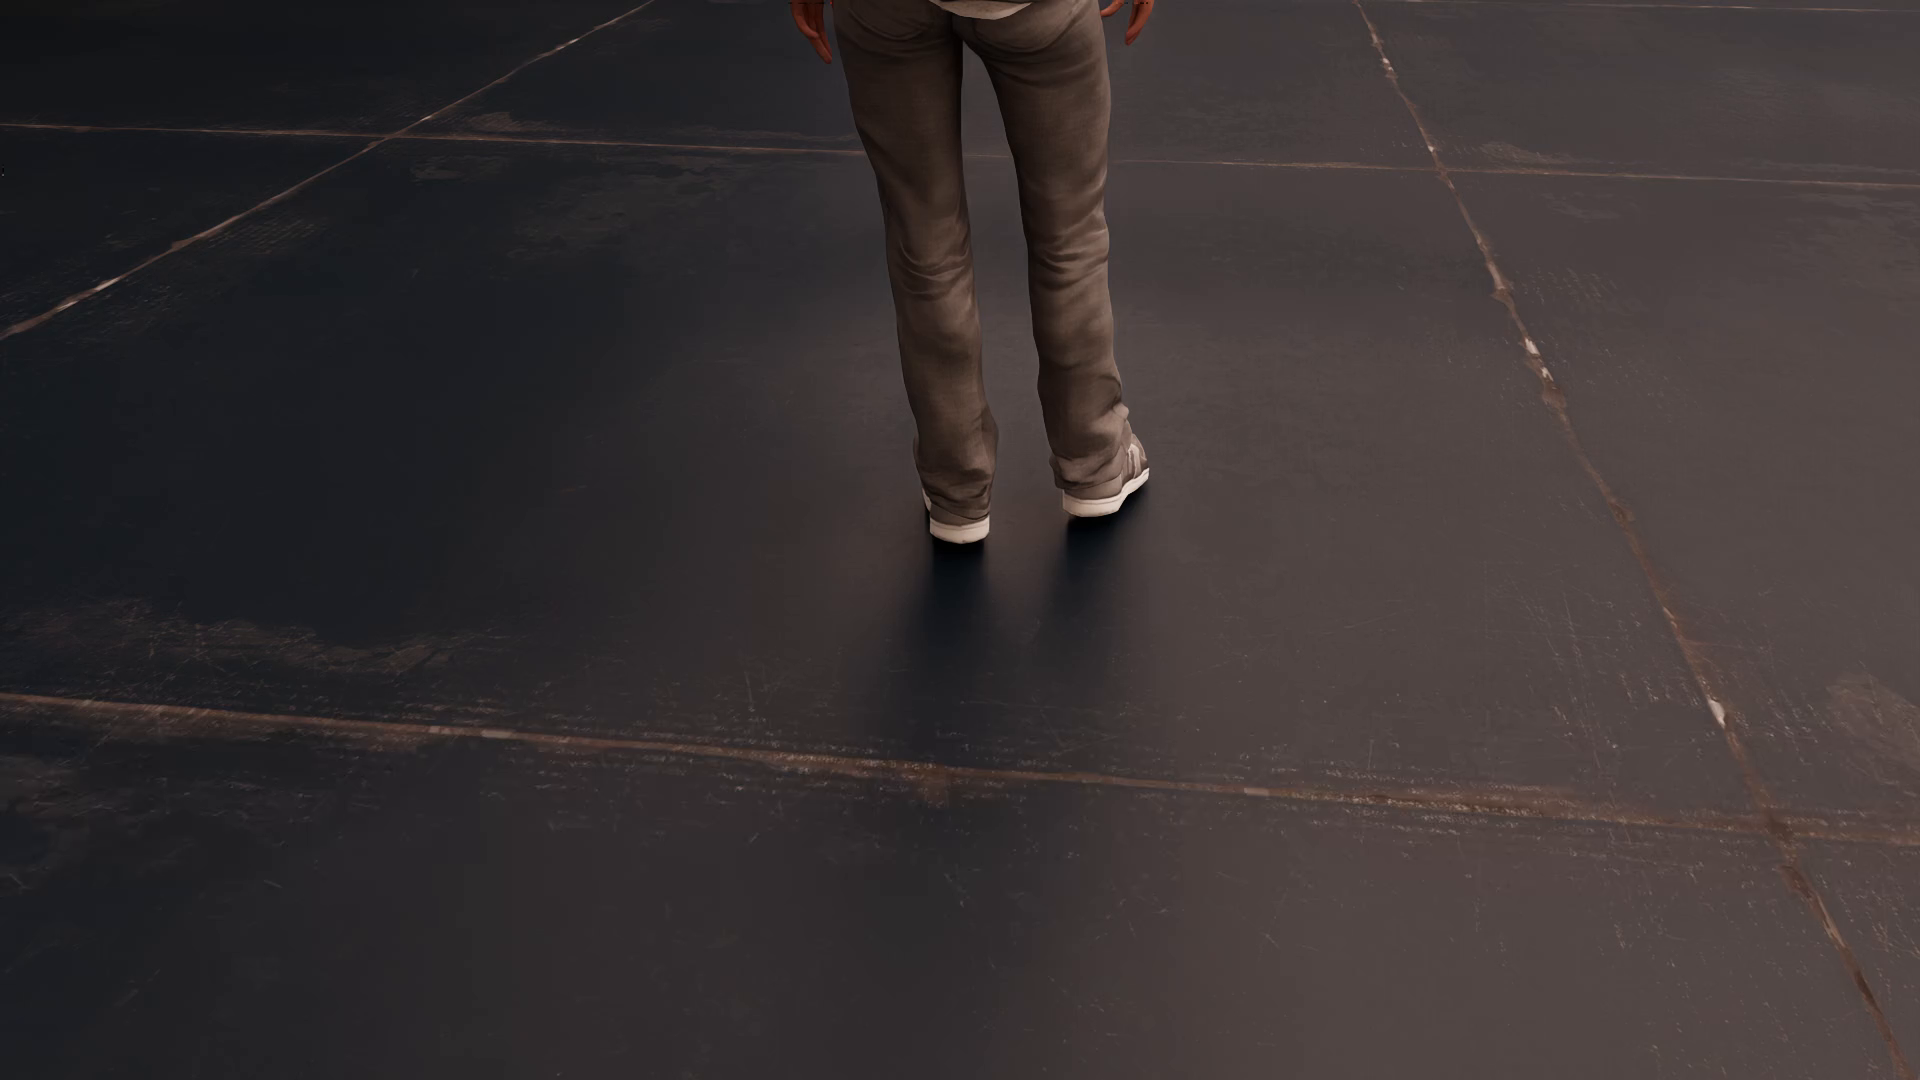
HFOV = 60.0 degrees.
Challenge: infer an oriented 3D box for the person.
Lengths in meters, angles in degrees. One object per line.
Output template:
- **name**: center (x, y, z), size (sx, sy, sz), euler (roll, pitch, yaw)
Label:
- **person**: center (0.023, -0.753, 2.205), size (0.521, 1.599, 0.473), euler (3, 27, 7)

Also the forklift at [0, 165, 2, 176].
- **forklift**: center (-3.936, -2.299, 3.825), size (3.031, 2.935, 1.130), euler (14, 30, 26)
